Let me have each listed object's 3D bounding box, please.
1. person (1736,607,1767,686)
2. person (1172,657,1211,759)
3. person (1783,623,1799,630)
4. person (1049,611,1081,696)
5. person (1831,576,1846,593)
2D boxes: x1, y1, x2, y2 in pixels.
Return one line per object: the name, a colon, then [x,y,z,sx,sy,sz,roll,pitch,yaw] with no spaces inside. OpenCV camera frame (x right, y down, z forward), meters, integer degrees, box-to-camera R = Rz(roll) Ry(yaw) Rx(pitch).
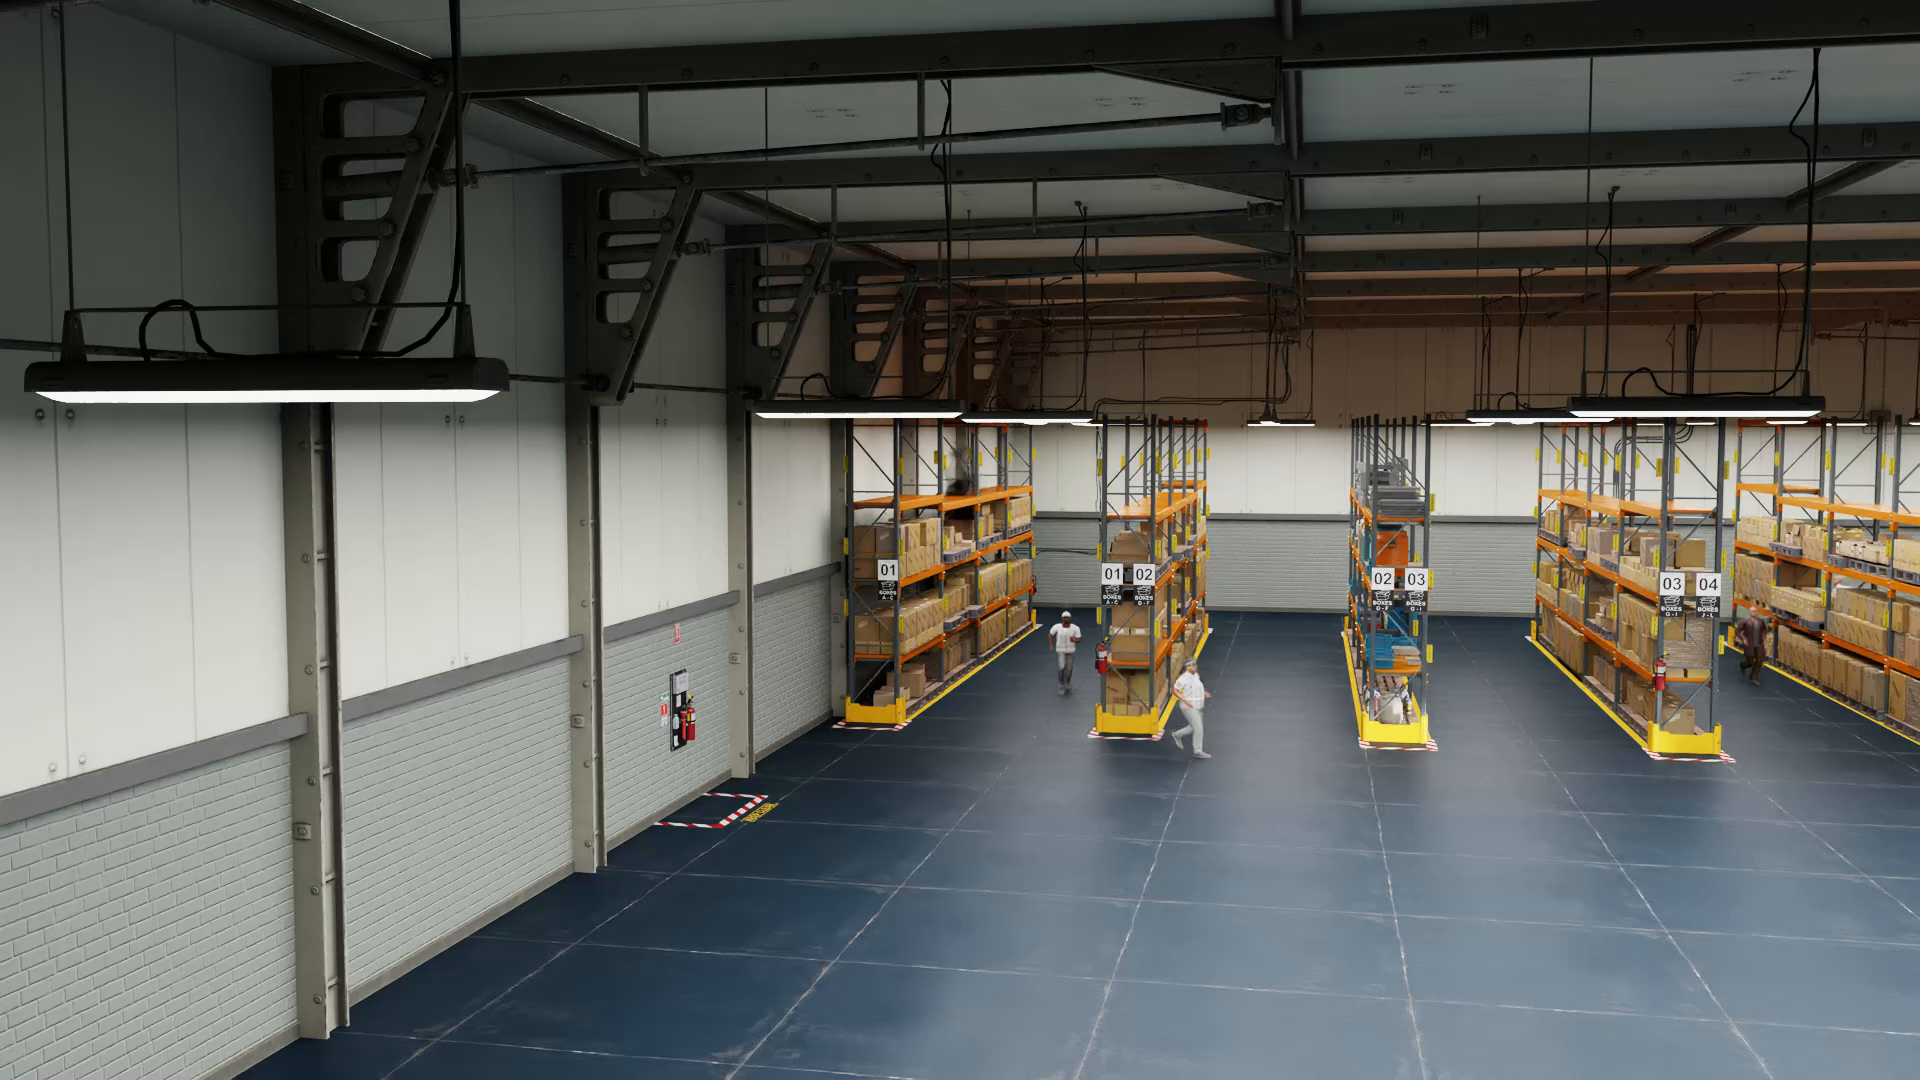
person: [17.831,2.370,37.415,0.711,1.743,0.756,0,4,1]
person: [4.040,2.907,29.084,0.826,1.747,0.675,3,5,38]
person: [22.161,1.949,44.319,0.696,1.651,0.617,-2,4,-31]
person: [2.284,2.450,35.969,0.669,1.823,0.751,0,4,-4]
person: [23.679,1.858,44.747,1.045,1.791,0.718,1,4,13]
